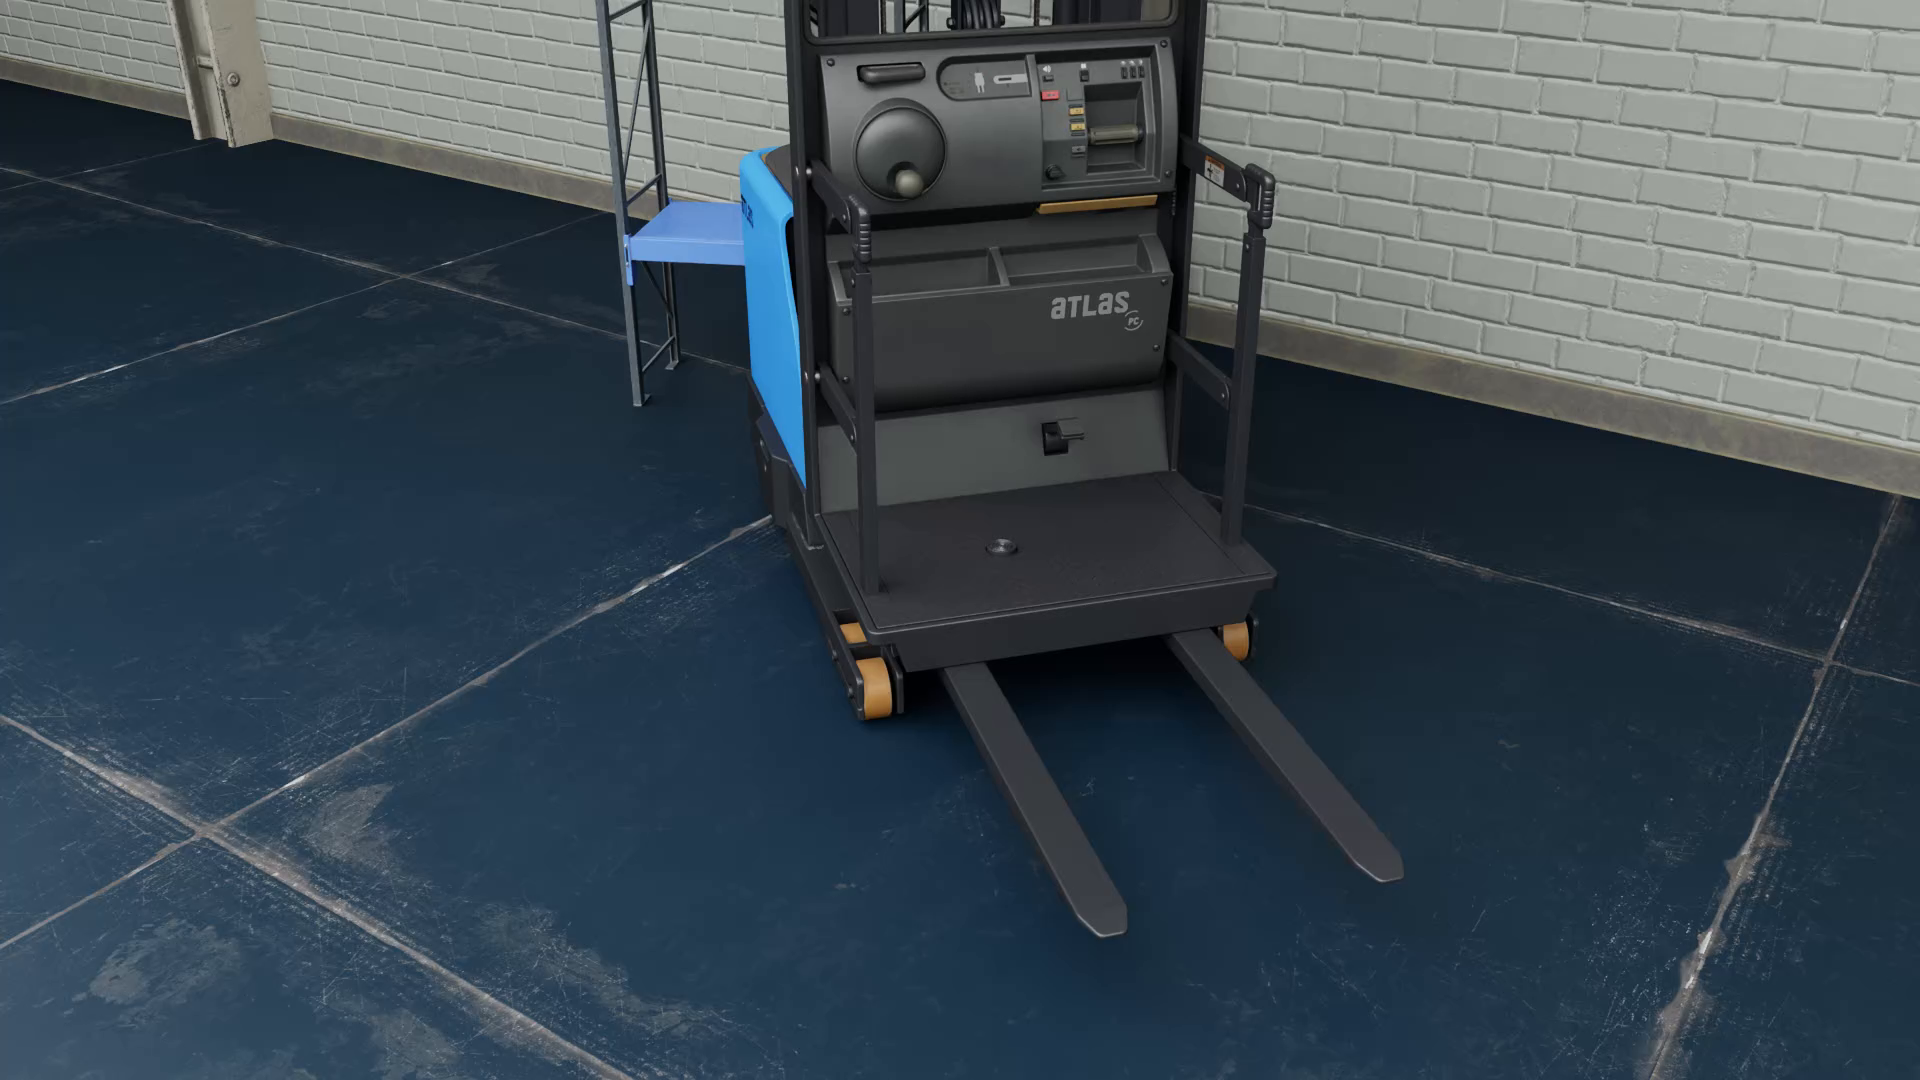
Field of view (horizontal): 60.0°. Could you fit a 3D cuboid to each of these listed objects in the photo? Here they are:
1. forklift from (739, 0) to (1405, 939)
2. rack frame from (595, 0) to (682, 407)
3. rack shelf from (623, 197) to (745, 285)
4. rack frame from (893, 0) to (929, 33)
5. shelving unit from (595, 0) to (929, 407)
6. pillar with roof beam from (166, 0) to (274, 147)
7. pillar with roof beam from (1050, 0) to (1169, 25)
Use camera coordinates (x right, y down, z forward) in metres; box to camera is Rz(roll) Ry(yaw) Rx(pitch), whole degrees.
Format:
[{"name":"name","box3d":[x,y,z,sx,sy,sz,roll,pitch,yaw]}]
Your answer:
[{"name":"forklift","box3d":[0.172,-1.035,4.052,1.130,2.935,3.031,-7,28,-14]},{"name":"rack frame","box3d":[-1.169,-1.278,6.108,0.032,1.500,0.500,4,27,8]},{"name":"rack shelf","box3d":[-0.667,-1.083,6.121,1.000,0.185,0.538,4,27,8]},{"name":"rack frame","box3d":[-0.164,-1.209,5.971,0.032,1.500,0.500,4,27,8]},{"name":"shelving unit","box3d":[-0.667,-1.244,6.040,1.048,1.500,0.538,4,27,8]},{"name":"pillar with roof beam","box3d":[-6.788,-4.819,4.798,0.400,9.000,9.100,17,32,30]},{"name":"pillar with roof beam","box3d":[-1.843,-3.279,1.771,0.400,9.000,9.100,17,32,30]}]
